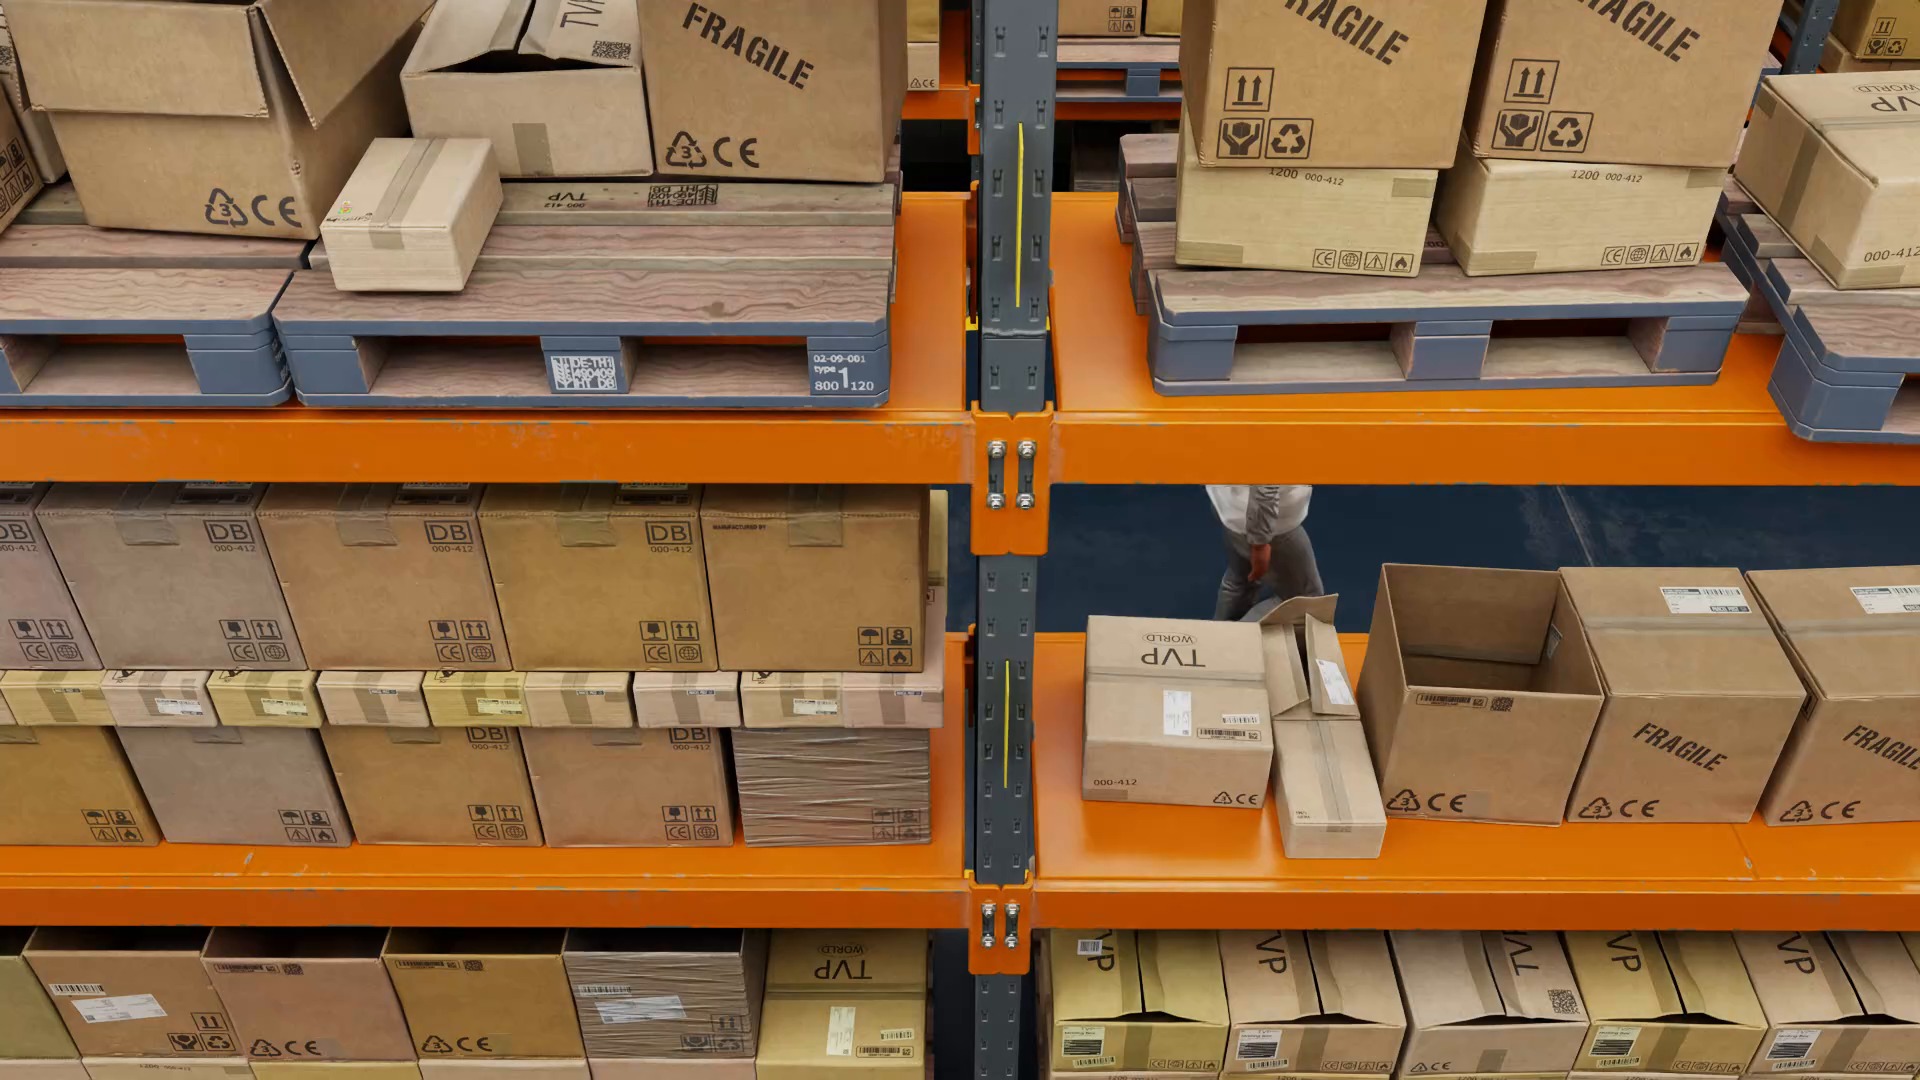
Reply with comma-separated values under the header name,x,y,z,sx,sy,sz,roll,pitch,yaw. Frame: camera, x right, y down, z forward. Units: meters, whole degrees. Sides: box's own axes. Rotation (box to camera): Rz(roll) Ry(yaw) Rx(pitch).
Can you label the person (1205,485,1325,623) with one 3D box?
name,x,y,z,sx,sy,sz,roll,pitch,yaw
person,1.147,-0.139,6.273,0.440,1.766,0.561,-7,40,-8
